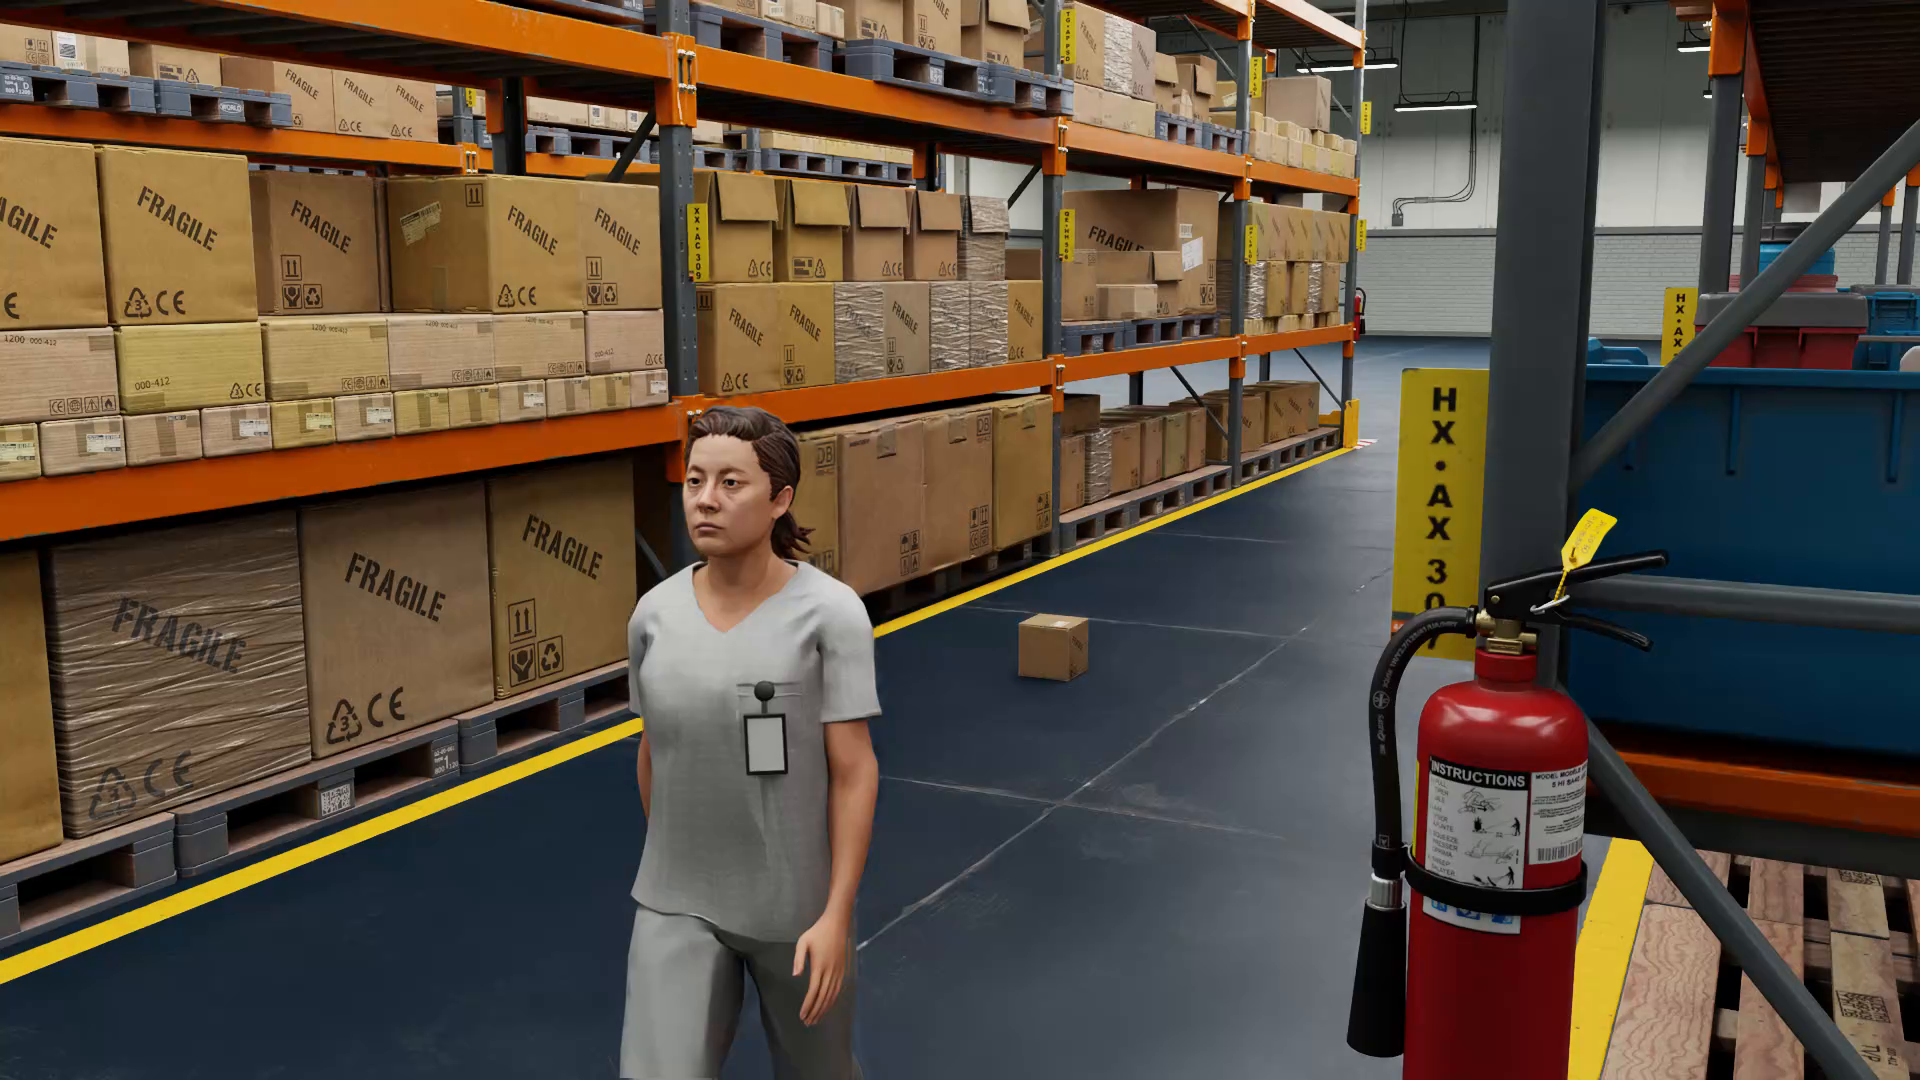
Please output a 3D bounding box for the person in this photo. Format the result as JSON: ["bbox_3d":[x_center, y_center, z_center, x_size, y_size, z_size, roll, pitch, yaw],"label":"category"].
[{"bbox_3d":[-0.342,0.592,2.725,0.441,1.624,1.026,1,9,6],"label":"person"}]
